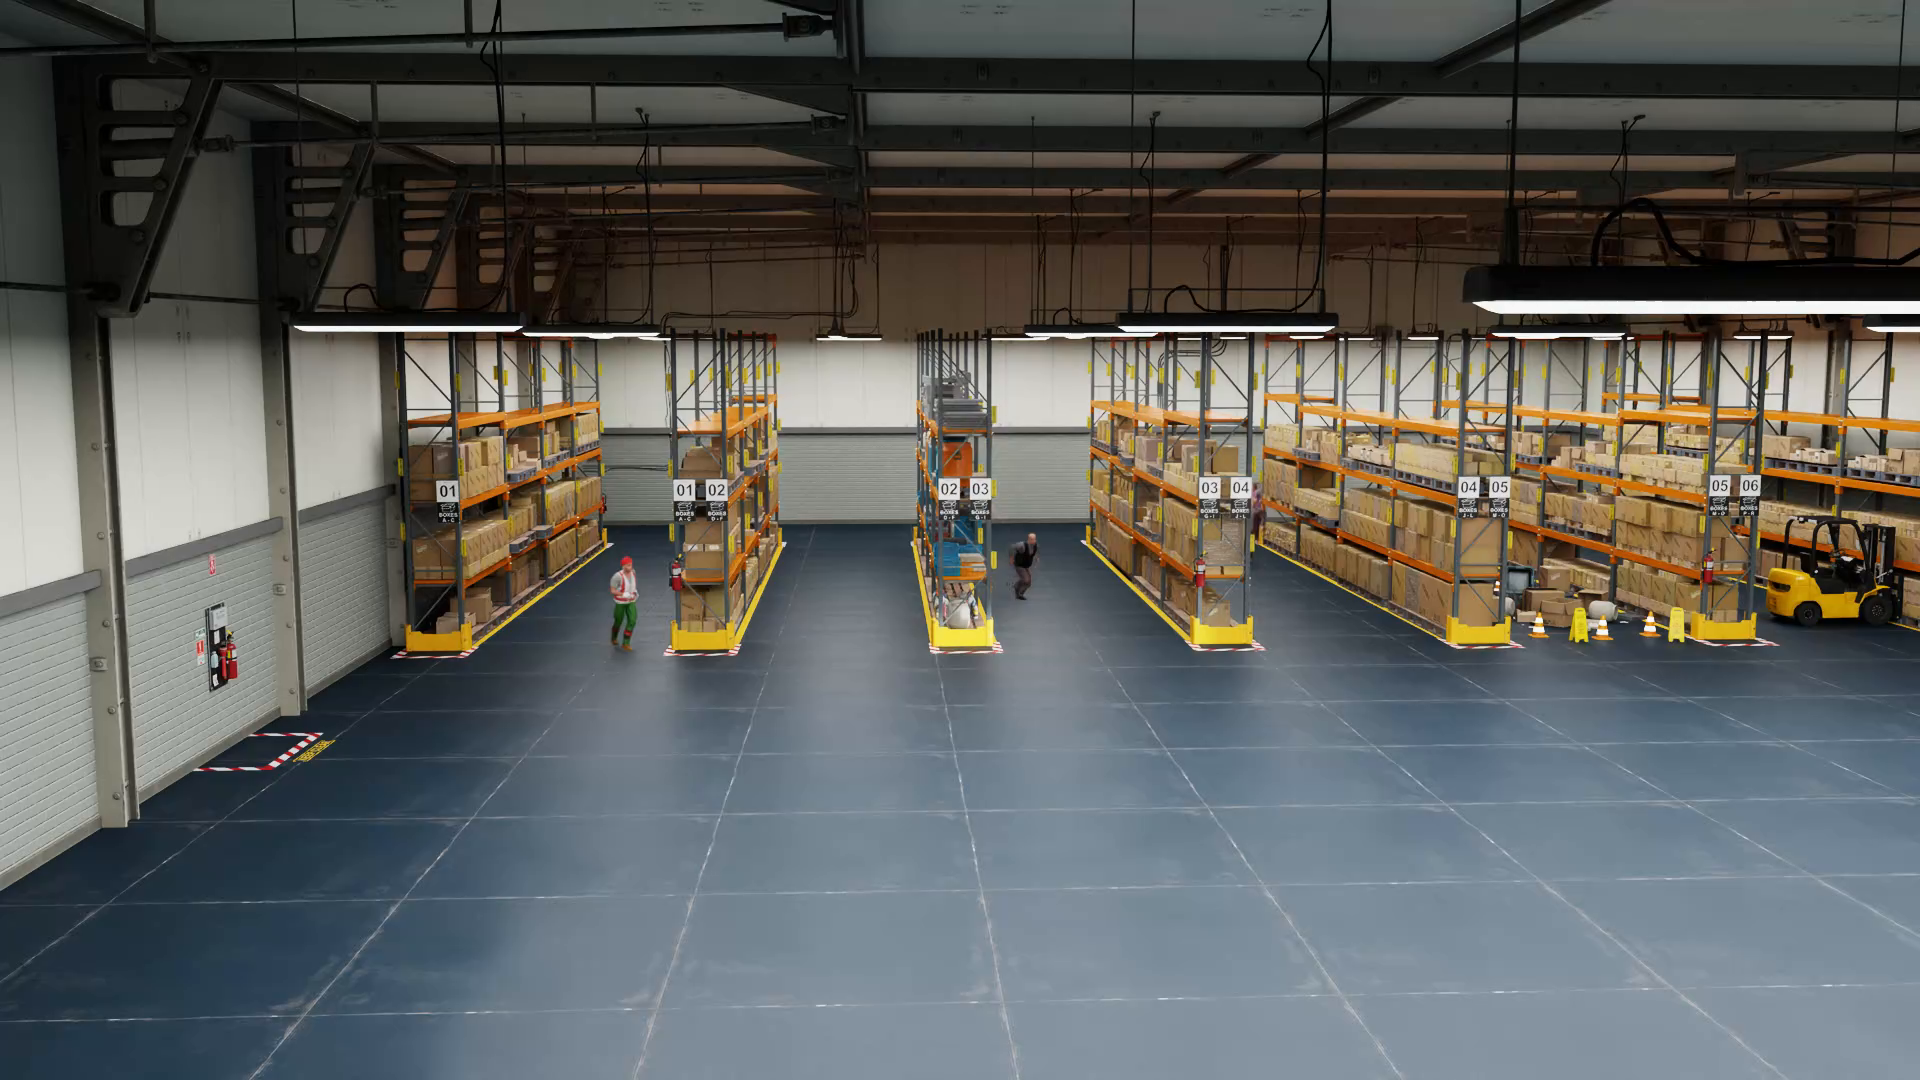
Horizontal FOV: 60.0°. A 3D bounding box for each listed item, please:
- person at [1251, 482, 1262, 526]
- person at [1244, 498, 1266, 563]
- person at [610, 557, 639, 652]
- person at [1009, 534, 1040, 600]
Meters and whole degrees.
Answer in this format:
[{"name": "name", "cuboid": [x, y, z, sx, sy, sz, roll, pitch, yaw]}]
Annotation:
[{"name": "person", "cuboid": [8.964, -0.936, 50.039, 0.712, 1.619, 0.559, -5, 8, -37]}, {"name": "person", "cuboid": [7.596, -0.247, 43.330, 0.708, 1.734, 0.818, 1, 7, 6]}, {"name": "person", "cuboid": [-6.335, 1.181, 31.212, 0.651, 1.788, 0.803, -5, 8, -37]}, {"name": "person", "cuboid": [1.436, 0.607, 36.979, 0.683, 1.541, 0.821, -4, 8, -31]}]
